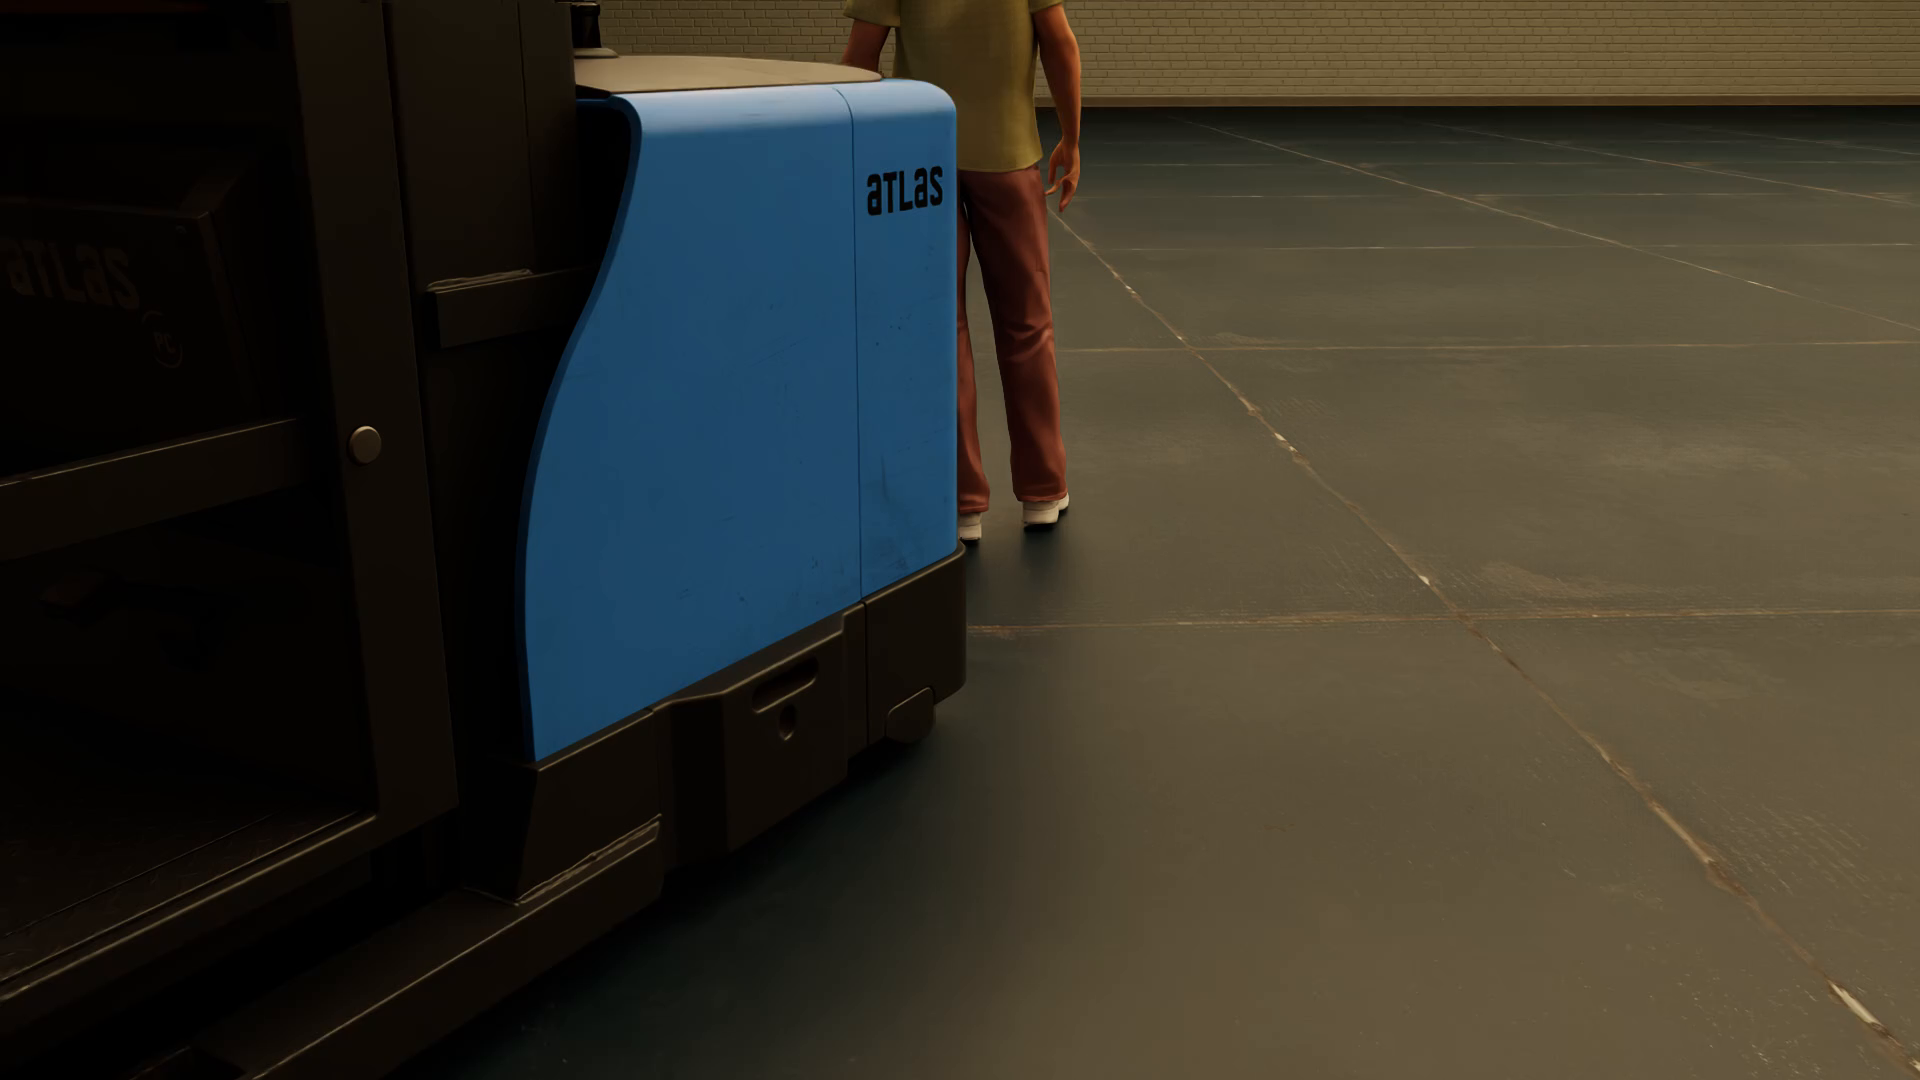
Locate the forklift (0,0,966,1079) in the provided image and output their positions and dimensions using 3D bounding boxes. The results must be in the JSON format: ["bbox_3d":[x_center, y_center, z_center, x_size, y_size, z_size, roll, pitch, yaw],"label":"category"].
[{"bbox_3d":[-1.178,-0.800,1.524,1.130,2.935,3.031,10,20,29],"label":"forklift"}]

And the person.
[{"bbox_3d":[0.008,-0.830,3.742,0.552,1.674,0.548,-1,17,-3],"label":"person"}]
